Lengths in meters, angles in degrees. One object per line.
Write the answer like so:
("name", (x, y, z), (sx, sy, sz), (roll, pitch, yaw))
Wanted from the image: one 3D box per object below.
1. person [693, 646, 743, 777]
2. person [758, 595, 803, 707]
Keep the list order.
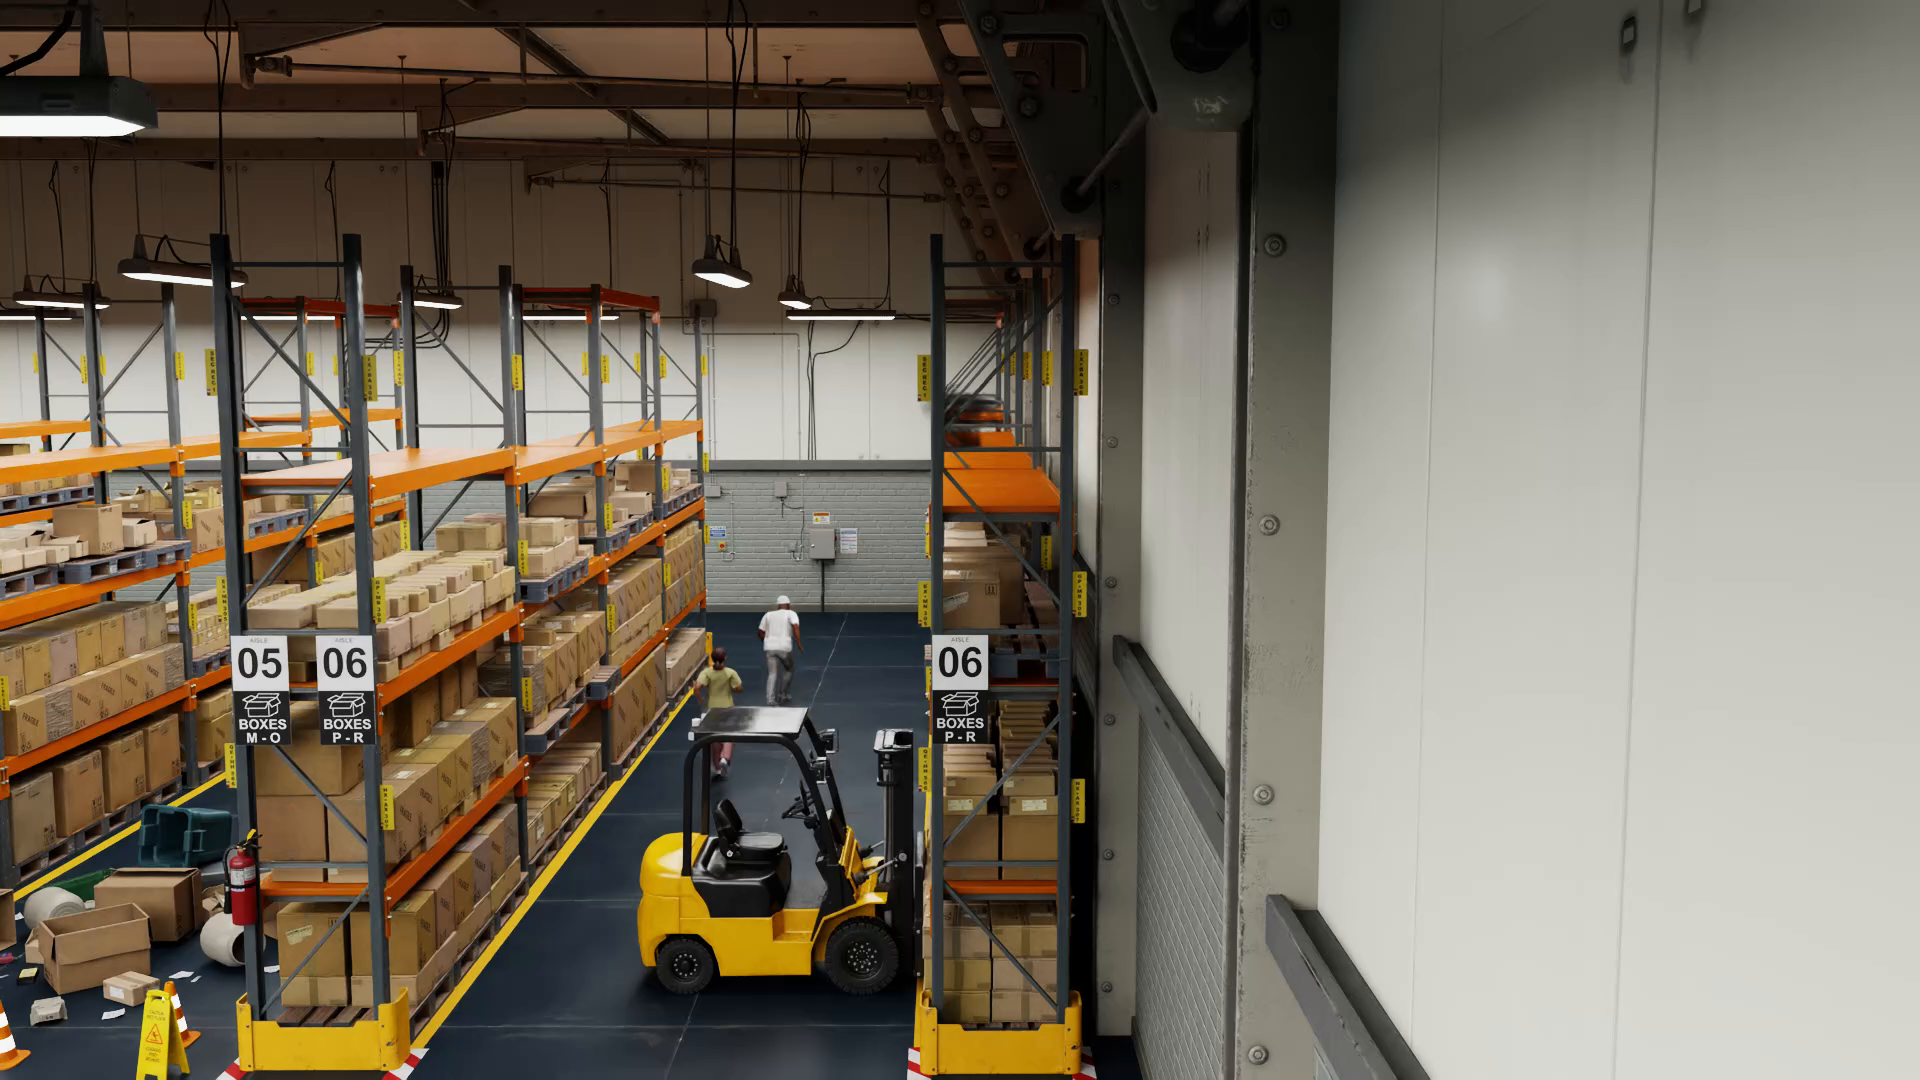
("person", (-2.938, 2.101, 20.298), (0.595, 1.642, 0.903), (0, 6, -3))
("person", (-2.676, 1.659, 24.420), (0.723, 1.601, 1.119), (1, 6, 13))
